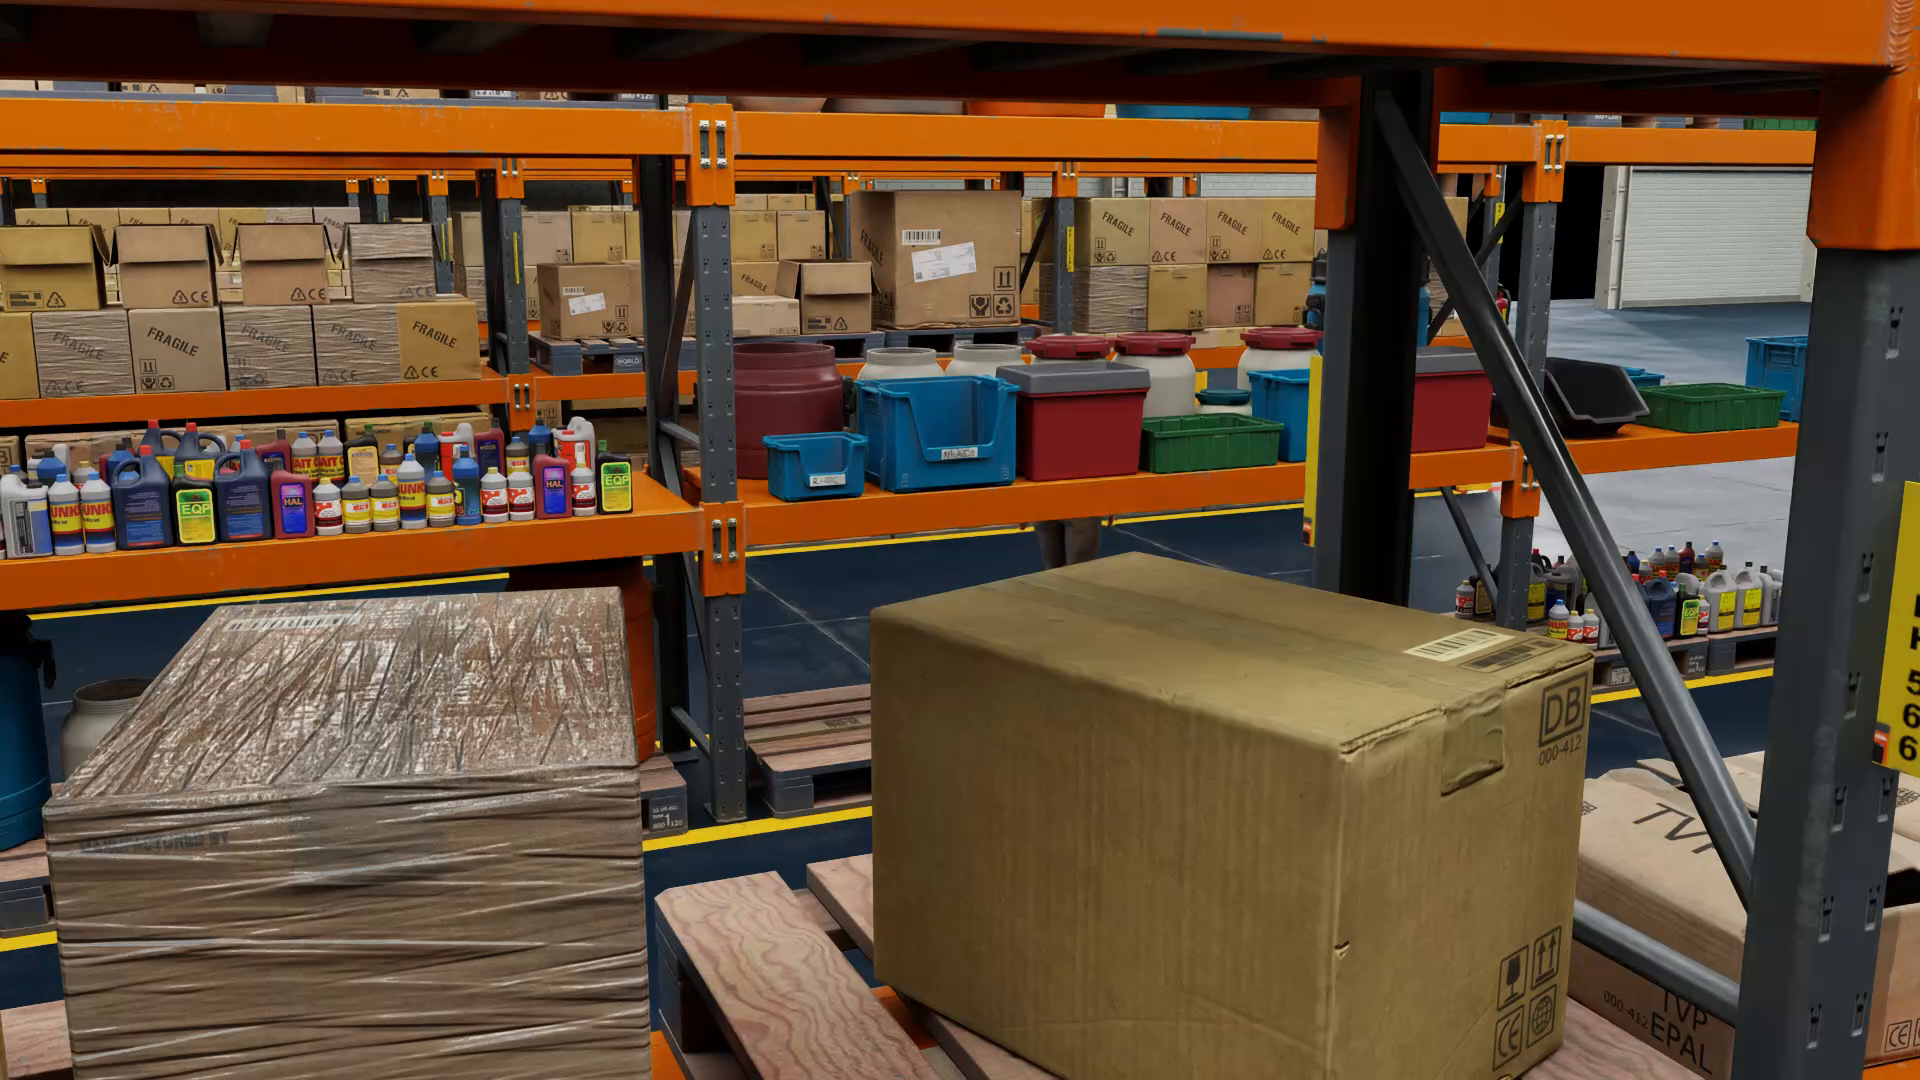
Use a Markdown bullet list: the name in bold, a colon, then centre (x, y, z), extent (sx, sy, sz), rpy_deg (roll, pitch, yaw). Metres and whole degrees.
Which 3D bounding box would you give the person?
- **person**: centre (0.568, -0.222, 8.917), extent (0.563, 1.774, 0.584), rpy_deg (6, 13, 25)
